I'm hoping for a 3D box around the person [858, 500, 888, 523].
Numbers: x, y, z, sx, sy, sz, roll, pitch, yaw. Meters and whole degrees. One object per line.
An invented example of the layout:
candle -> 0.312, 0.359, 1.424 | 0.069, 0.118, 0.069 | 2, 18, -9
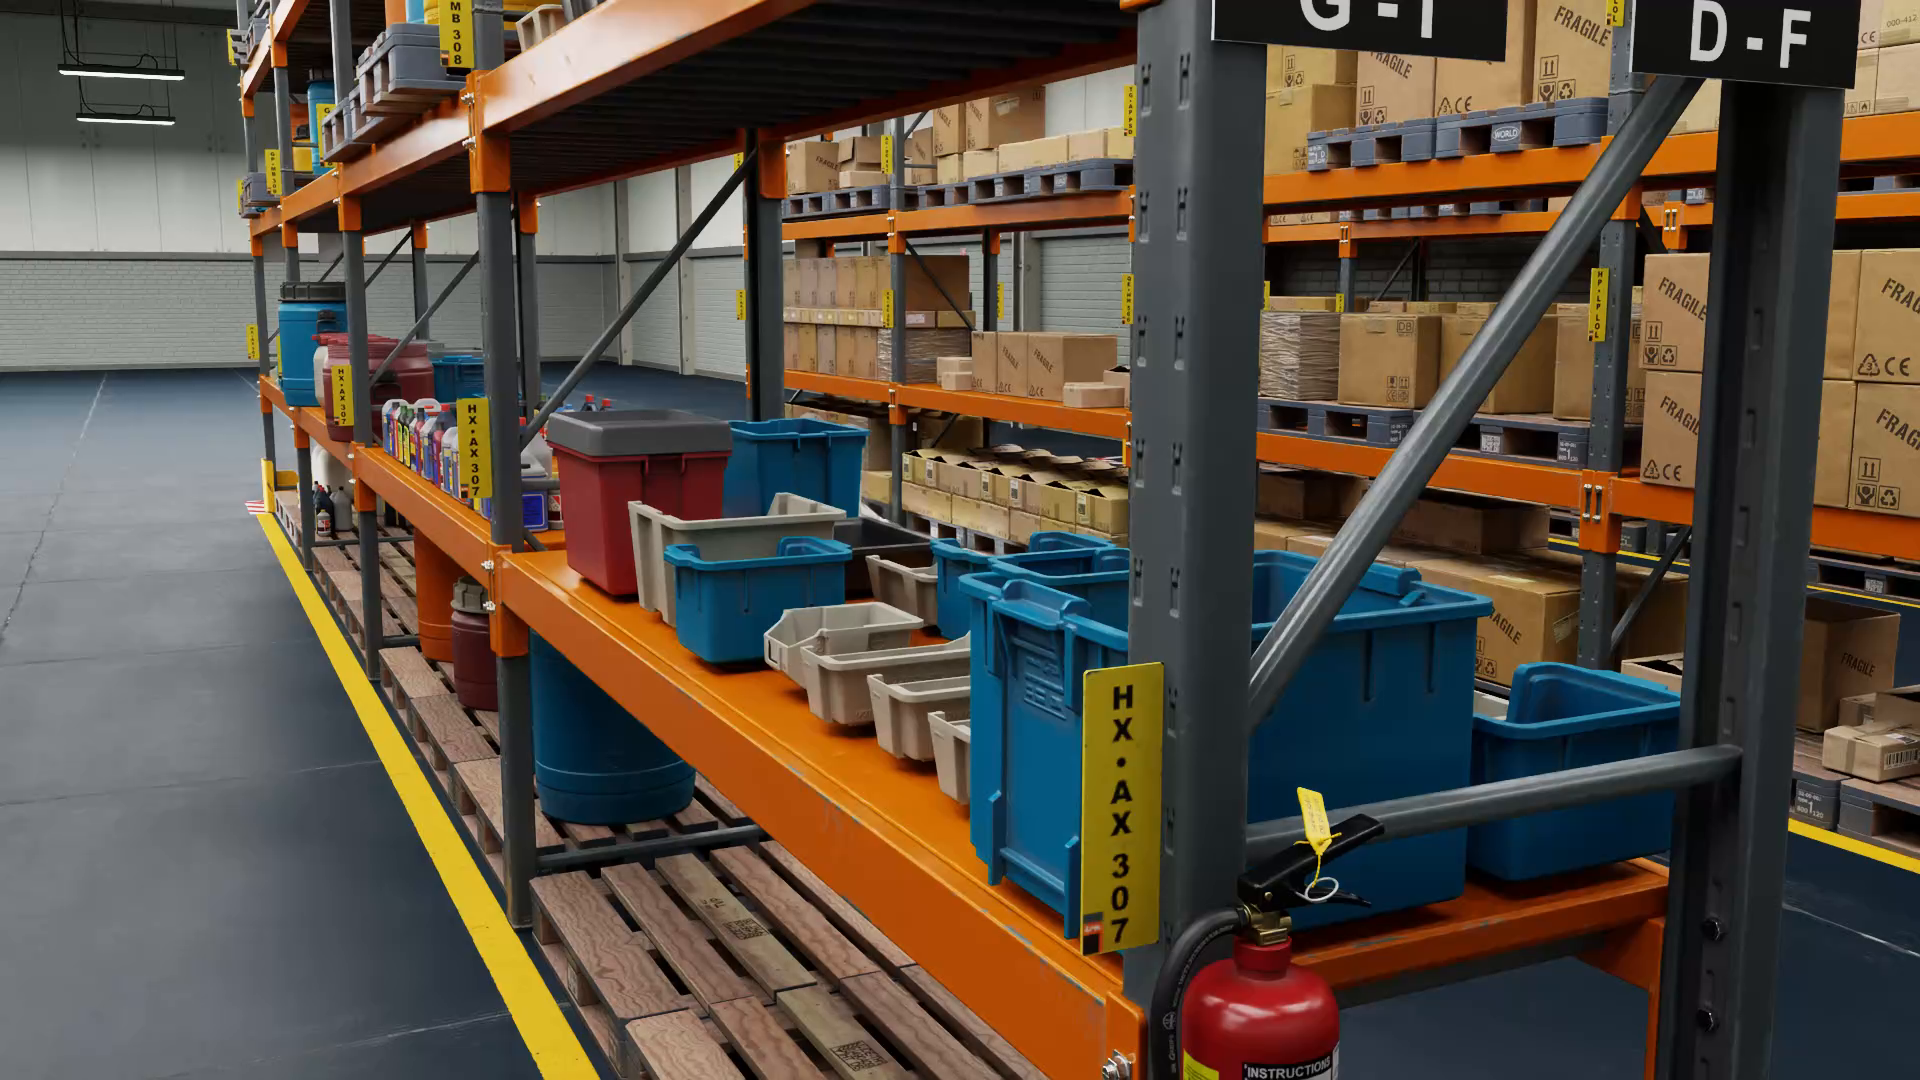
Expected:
person -> -0.725, 0.139, 9.722 | 0.822, 1.133, 0.535 | -4, 10, -26
